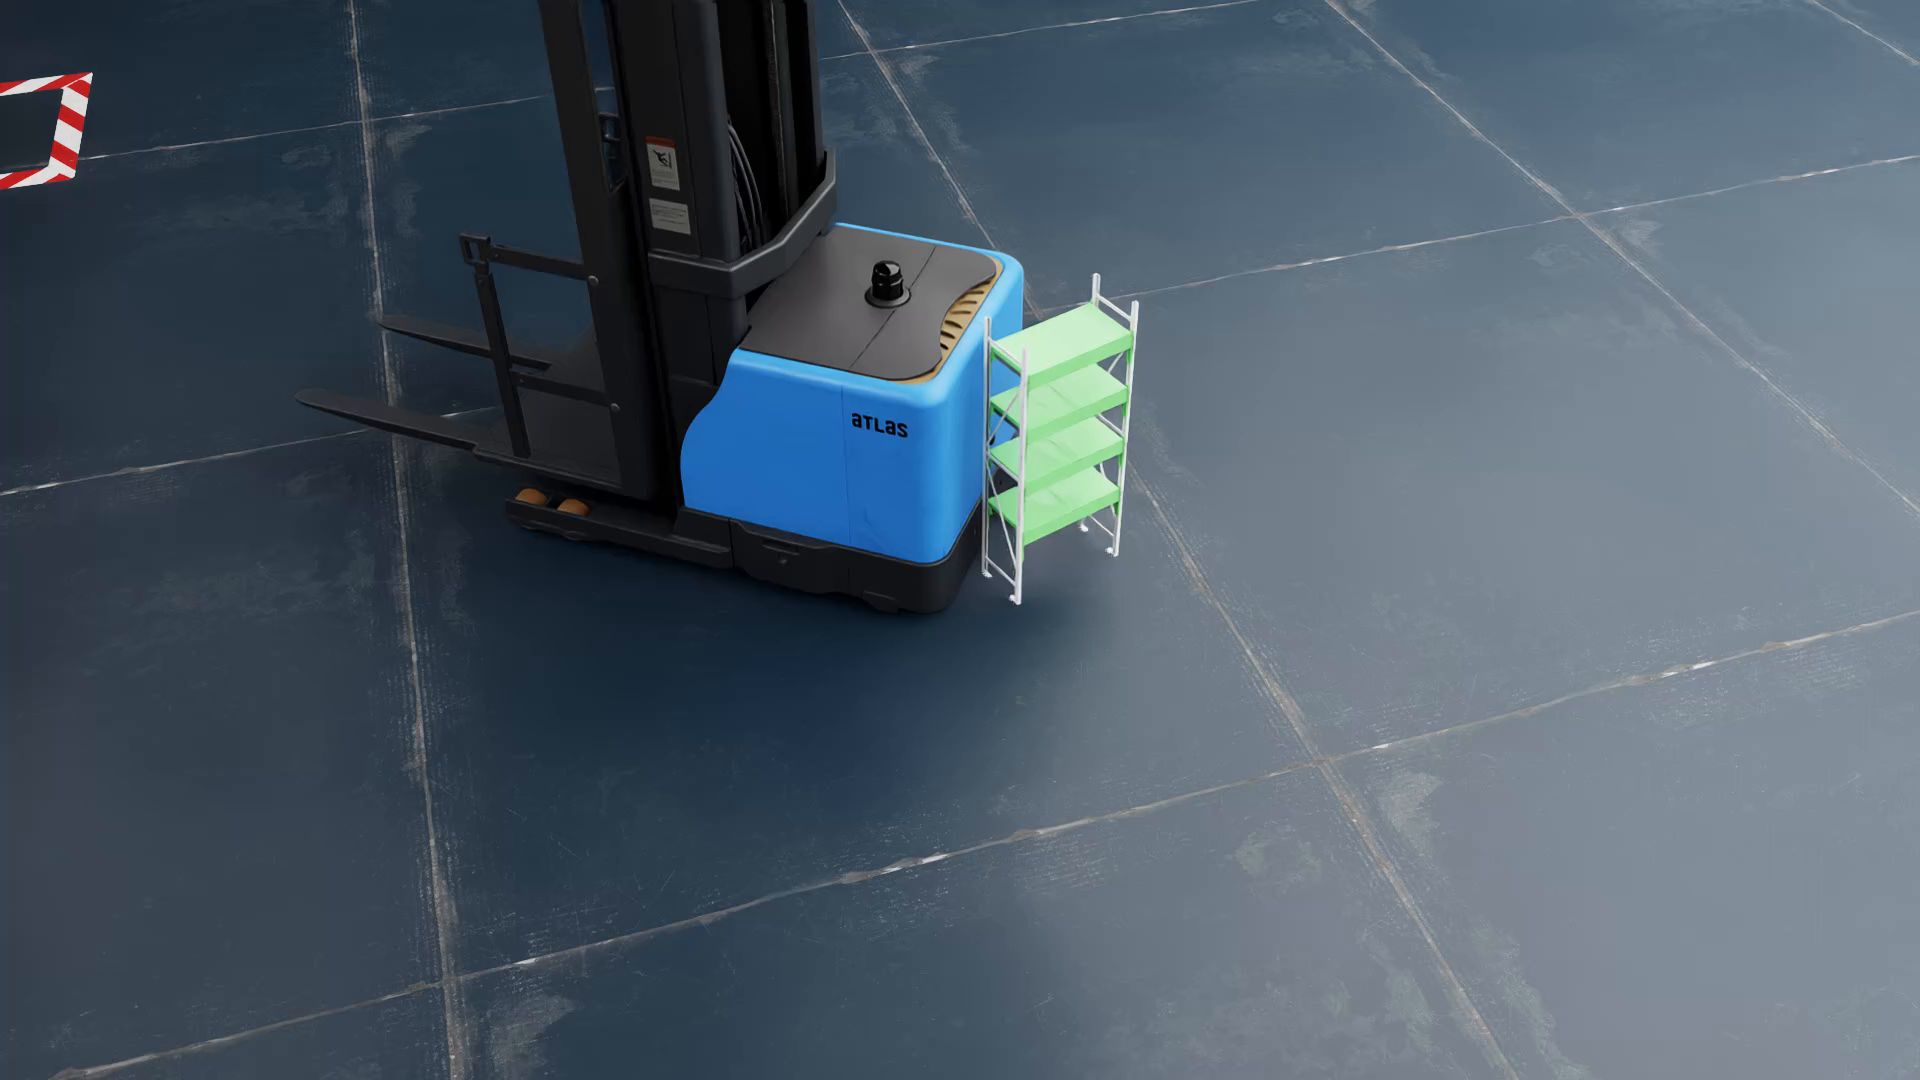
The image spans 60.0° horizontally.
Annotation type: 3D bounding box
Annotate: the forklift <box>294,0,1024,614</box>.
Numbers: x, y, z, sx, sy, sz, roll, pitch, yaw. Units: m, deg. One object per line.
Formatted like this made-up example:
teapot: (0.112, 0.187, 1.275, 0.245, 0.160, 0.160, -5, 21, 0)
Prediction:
forklift: (-1.315, -1.415, 6.142, 3.031, 2.935, 1.130, 13, 43, 15)

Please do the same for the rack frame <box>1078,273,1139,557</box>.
rack frame: (0.558, -0.450, 6.354, 0.015, 1.200, 0.240, -25, 47, -26)

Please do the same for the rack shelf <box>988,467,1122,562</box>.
rack shelf: (0.359, -0.129, 6.447, 0.480, 0.148, 0.258, -25, 47, -26)

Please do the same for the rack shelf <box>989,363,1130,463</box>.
rack shelf: (0.359, -0.490, 6.132, 0.480, 0.148, 0.258, -25, 47, -26)

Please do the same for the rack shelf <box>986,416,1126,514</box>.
rack shelf: (0.359, -0.310, 6.290, 0.480, 0.148, 0.258, -25, 47, -26)

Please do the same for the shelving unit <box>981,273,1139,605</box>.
shelving unit: (0.359, -0.358, 6.247, 0.503, 1.200, 0.258, -25, 47, -26)

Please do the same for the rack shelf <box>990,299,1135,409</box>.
rack shelf: (0.359, -0.671, 5.974, 0.480, 0.148, 0.258, -25, 47, -26)

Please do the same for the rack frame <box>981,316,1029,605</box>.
rack frame: (0.160, -0.265, 6.141, 0.015, 1.200, 0.240, -25, 47, -26)
